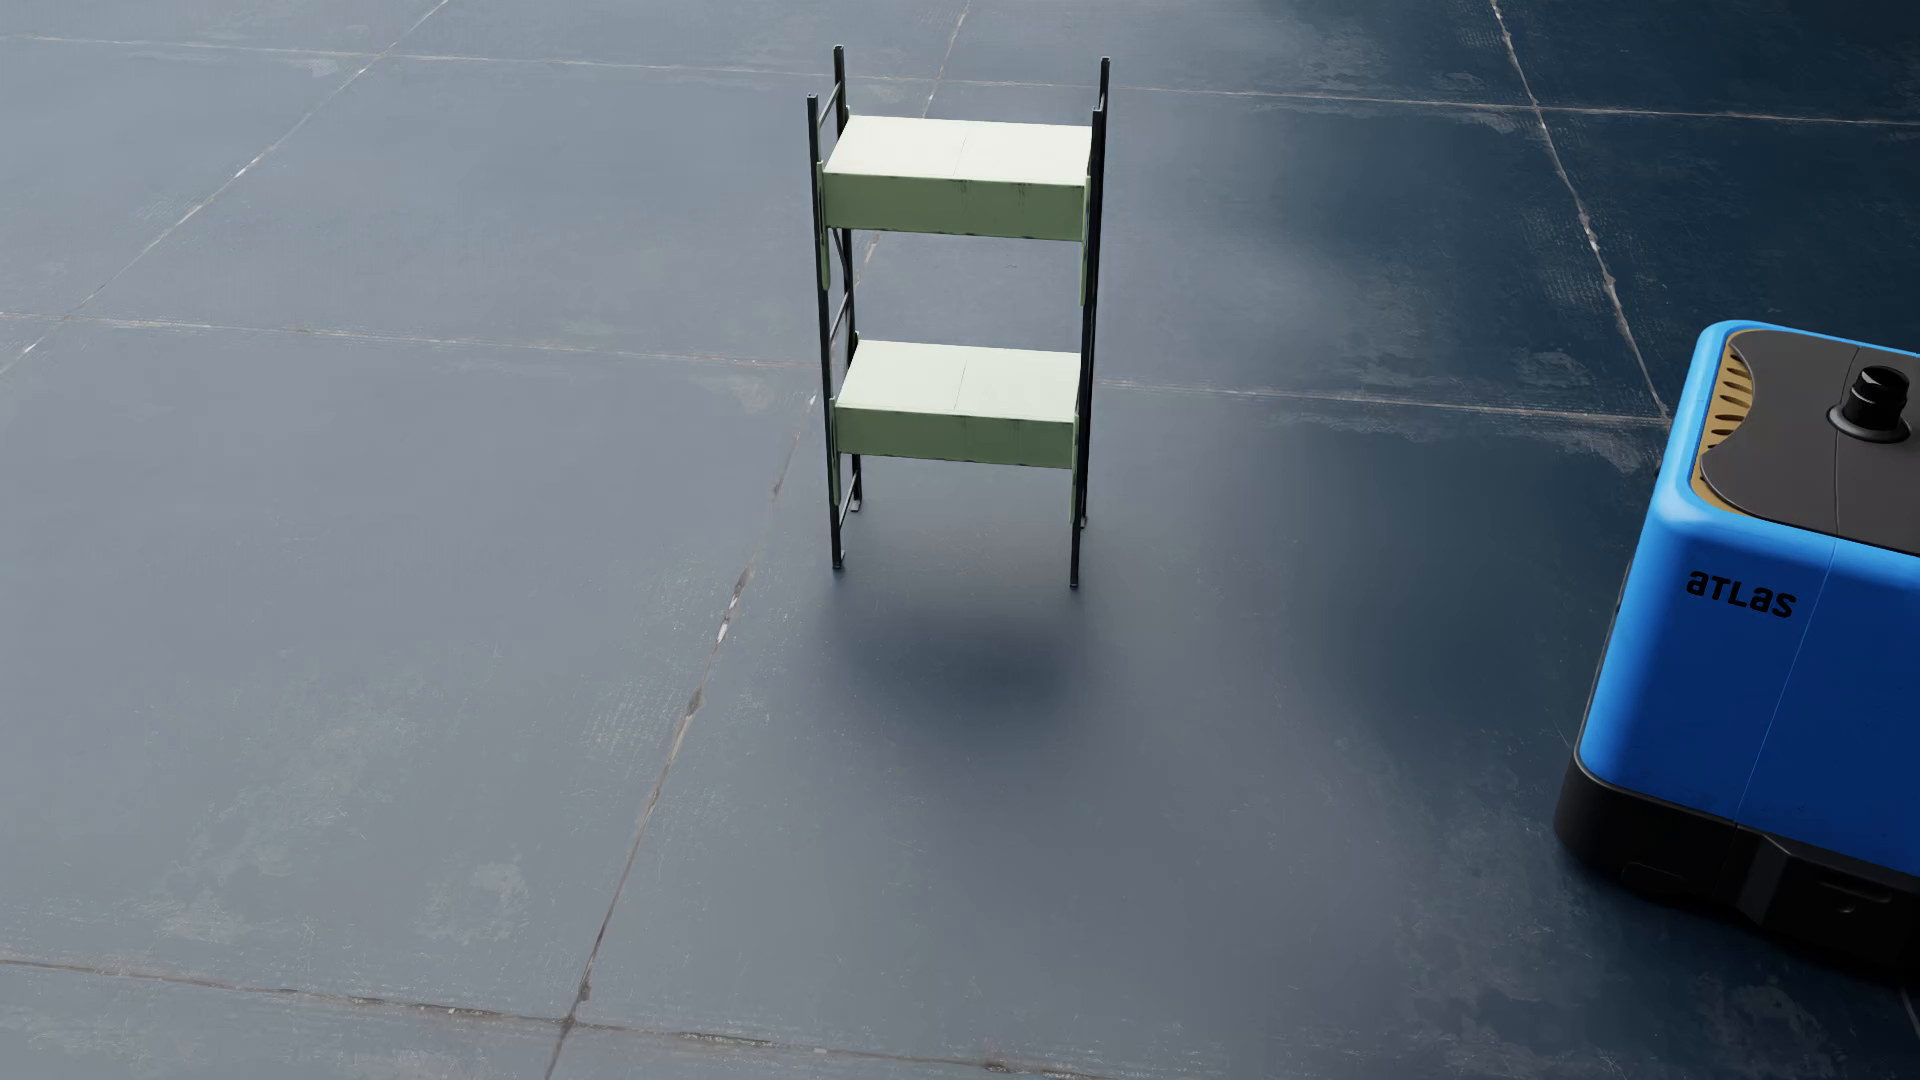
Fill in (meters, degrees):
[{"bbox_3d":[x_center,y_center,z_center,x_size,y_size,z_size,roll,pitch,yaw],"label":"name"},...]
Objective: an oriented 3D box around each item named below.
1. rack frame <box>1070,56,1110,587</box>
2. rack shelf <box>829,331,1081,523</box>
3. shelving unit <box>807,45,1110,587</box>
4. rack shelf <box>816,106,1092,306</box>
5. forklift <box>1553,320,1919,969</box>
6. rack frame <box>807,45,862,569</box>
[{"bbox_3d":[0.370,-0.583,4.776,0.023,1.500,0.400,4,36,6],"label":"rack frame"},{"bbox_3d":[0.007,-0.345,5.003,0.720,0.370,0.431,4,36,6],"label":"rack shelf"},{"bbox_3d":[0.007,-0.610,4.814,0.755,1.500,0.431,4,36,6],"label":"shelving unit"},{"bbox_3d":[0.007,-0.928,4.587,0.720,0.370,0.431,4,36,6],"label":"rack shelf"},{"bbox_3d":[3.024,-0.263,3.095,3.031,2.935,1.130,16,39,21],"label":"forklift"},{"bbox_3d":[-0.356,-0.637,4.852,0.023,1.500,0.400,4,36,6],"label":"rack frame"}]
